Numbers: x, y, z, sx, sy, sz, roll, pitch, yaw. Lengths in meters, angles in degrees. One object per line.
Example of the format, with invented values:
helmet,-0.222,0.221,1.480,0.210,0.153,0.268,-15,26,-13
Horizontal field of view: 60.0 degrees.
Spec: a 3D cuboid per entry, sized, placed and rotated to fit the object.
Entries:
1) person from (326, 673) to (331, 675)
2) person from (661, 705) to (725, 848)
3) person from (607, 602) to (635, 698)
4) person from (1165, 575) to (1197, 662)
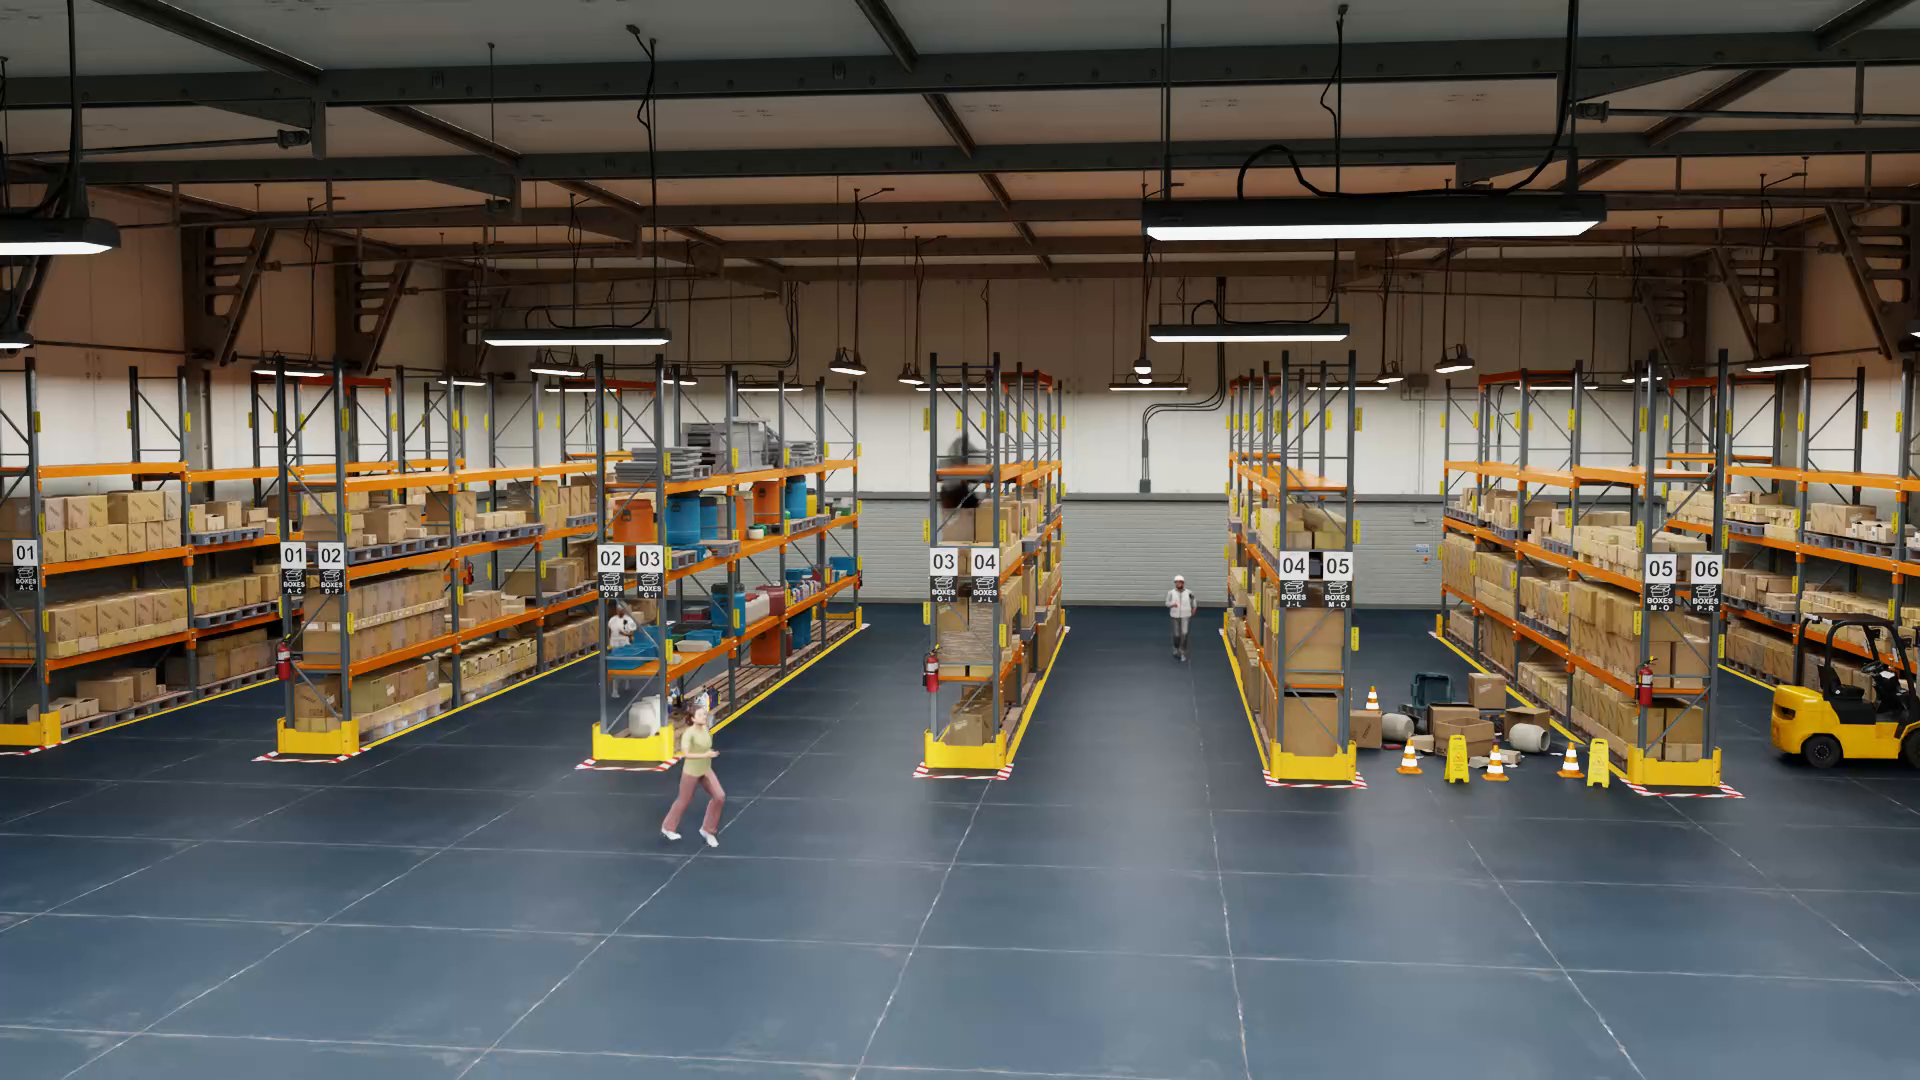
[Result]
person,-10.893,2.015,29.156,0.659,1.787,0.980,0,4,5
person,-3.140,2.780,19.666,0.857,1.697,0.581,3,5,34
person,-6.224,1.980,30.544,0.562,1.721,0.867,0,4,-4
person,4.658,1.644,35.122,0.659,1.795,0.882,1,4,11
